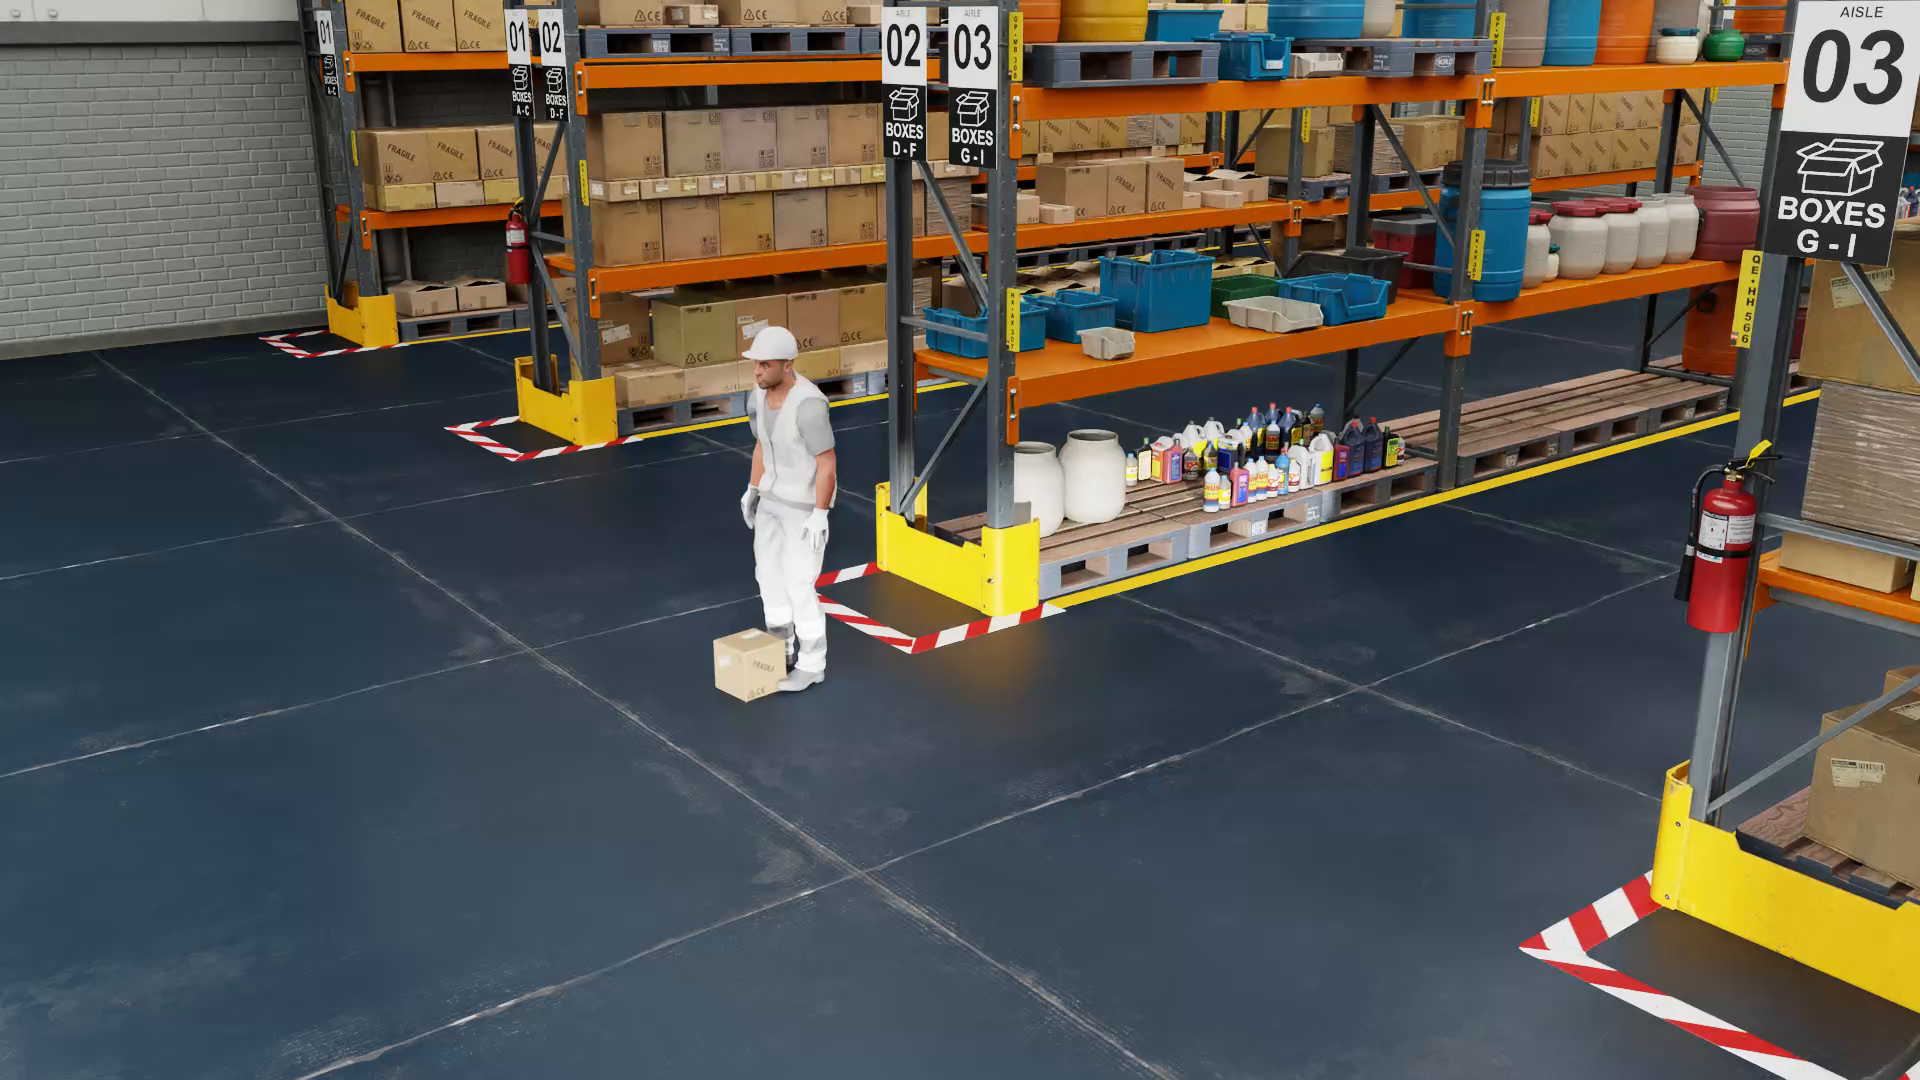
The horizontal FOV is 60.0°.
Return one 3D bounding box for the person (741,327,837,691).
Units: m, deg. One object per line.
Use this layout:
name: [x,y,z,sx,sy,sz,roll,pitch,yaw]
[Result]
person: [-0.838,-0.157,8.025,0.453,1.778,0.616,-15,23,-40]
